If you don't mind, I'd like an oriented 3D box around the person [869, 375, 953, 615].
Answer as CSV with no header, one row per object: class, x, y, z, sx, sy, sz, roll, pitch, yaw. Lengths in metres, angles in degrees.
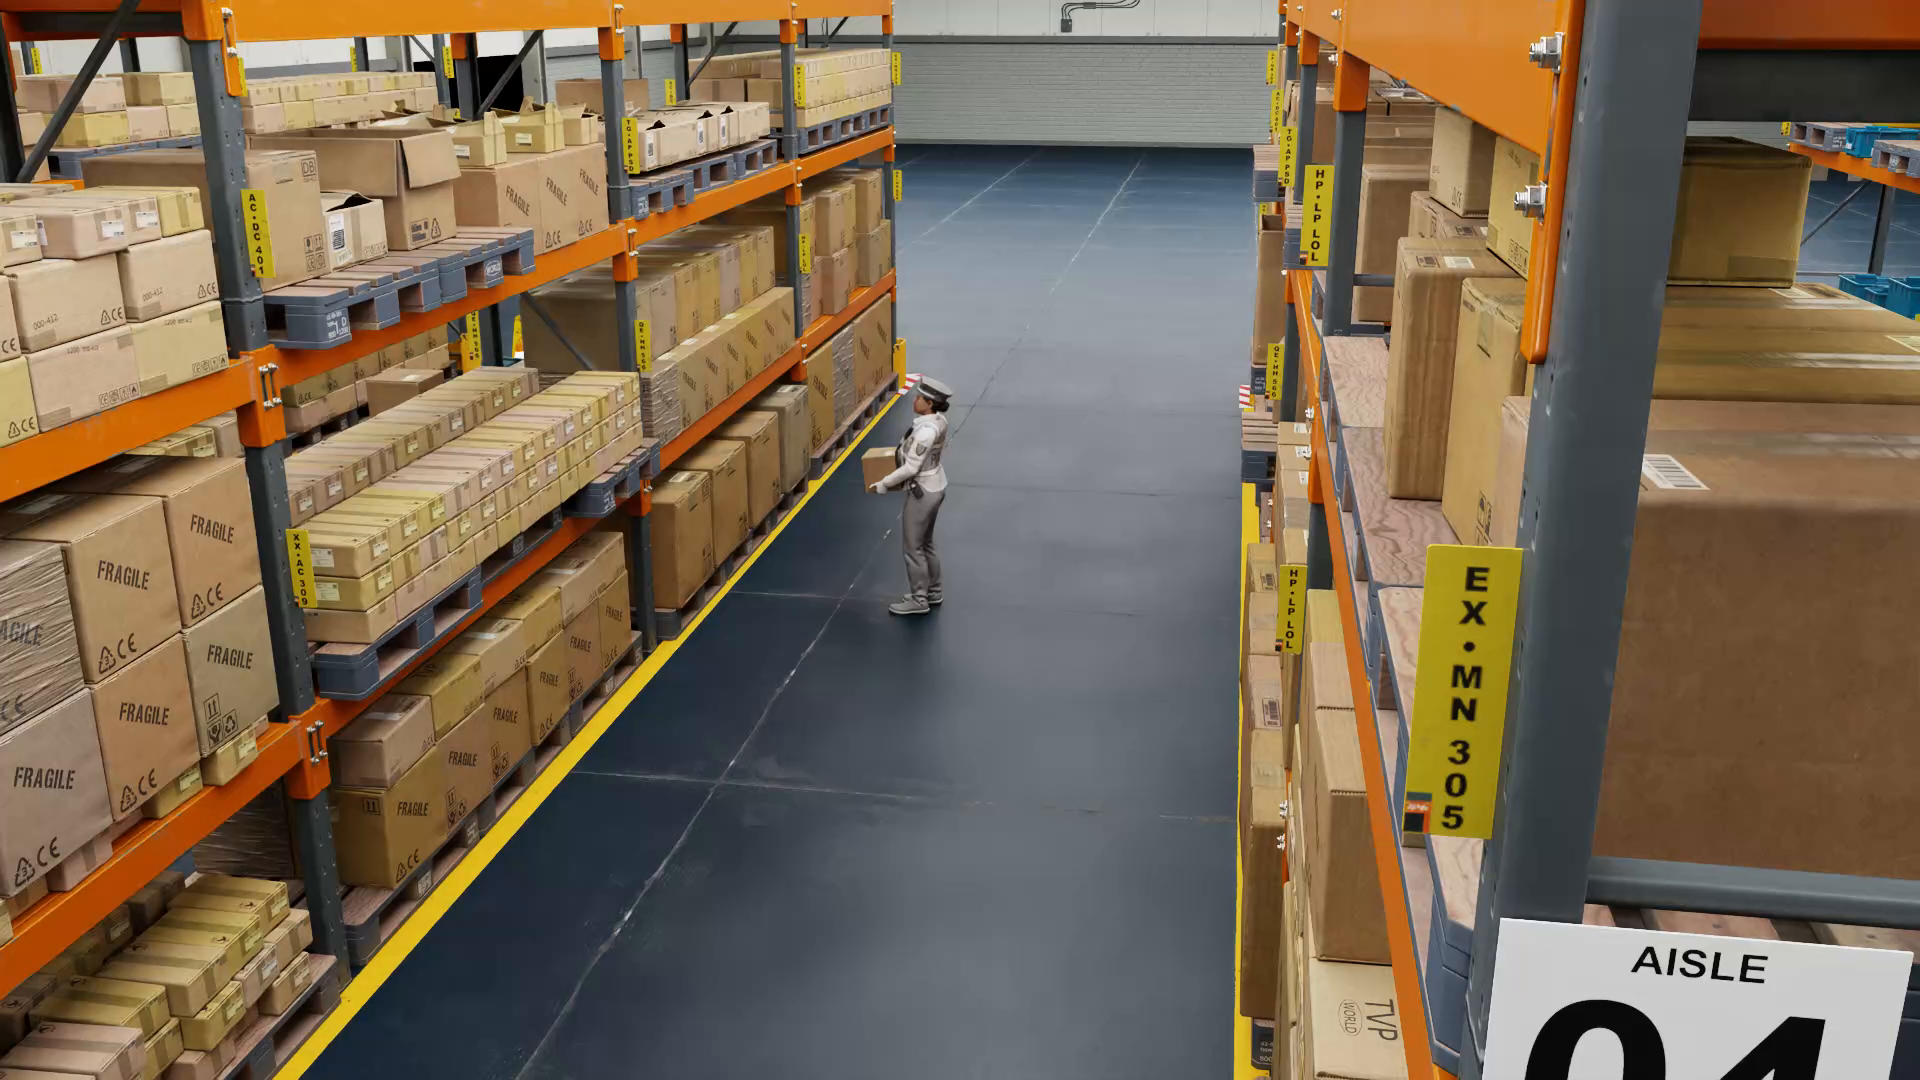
person,-0.322,-0.319,11.497,0.563,1.686,0.459,3,18,10
